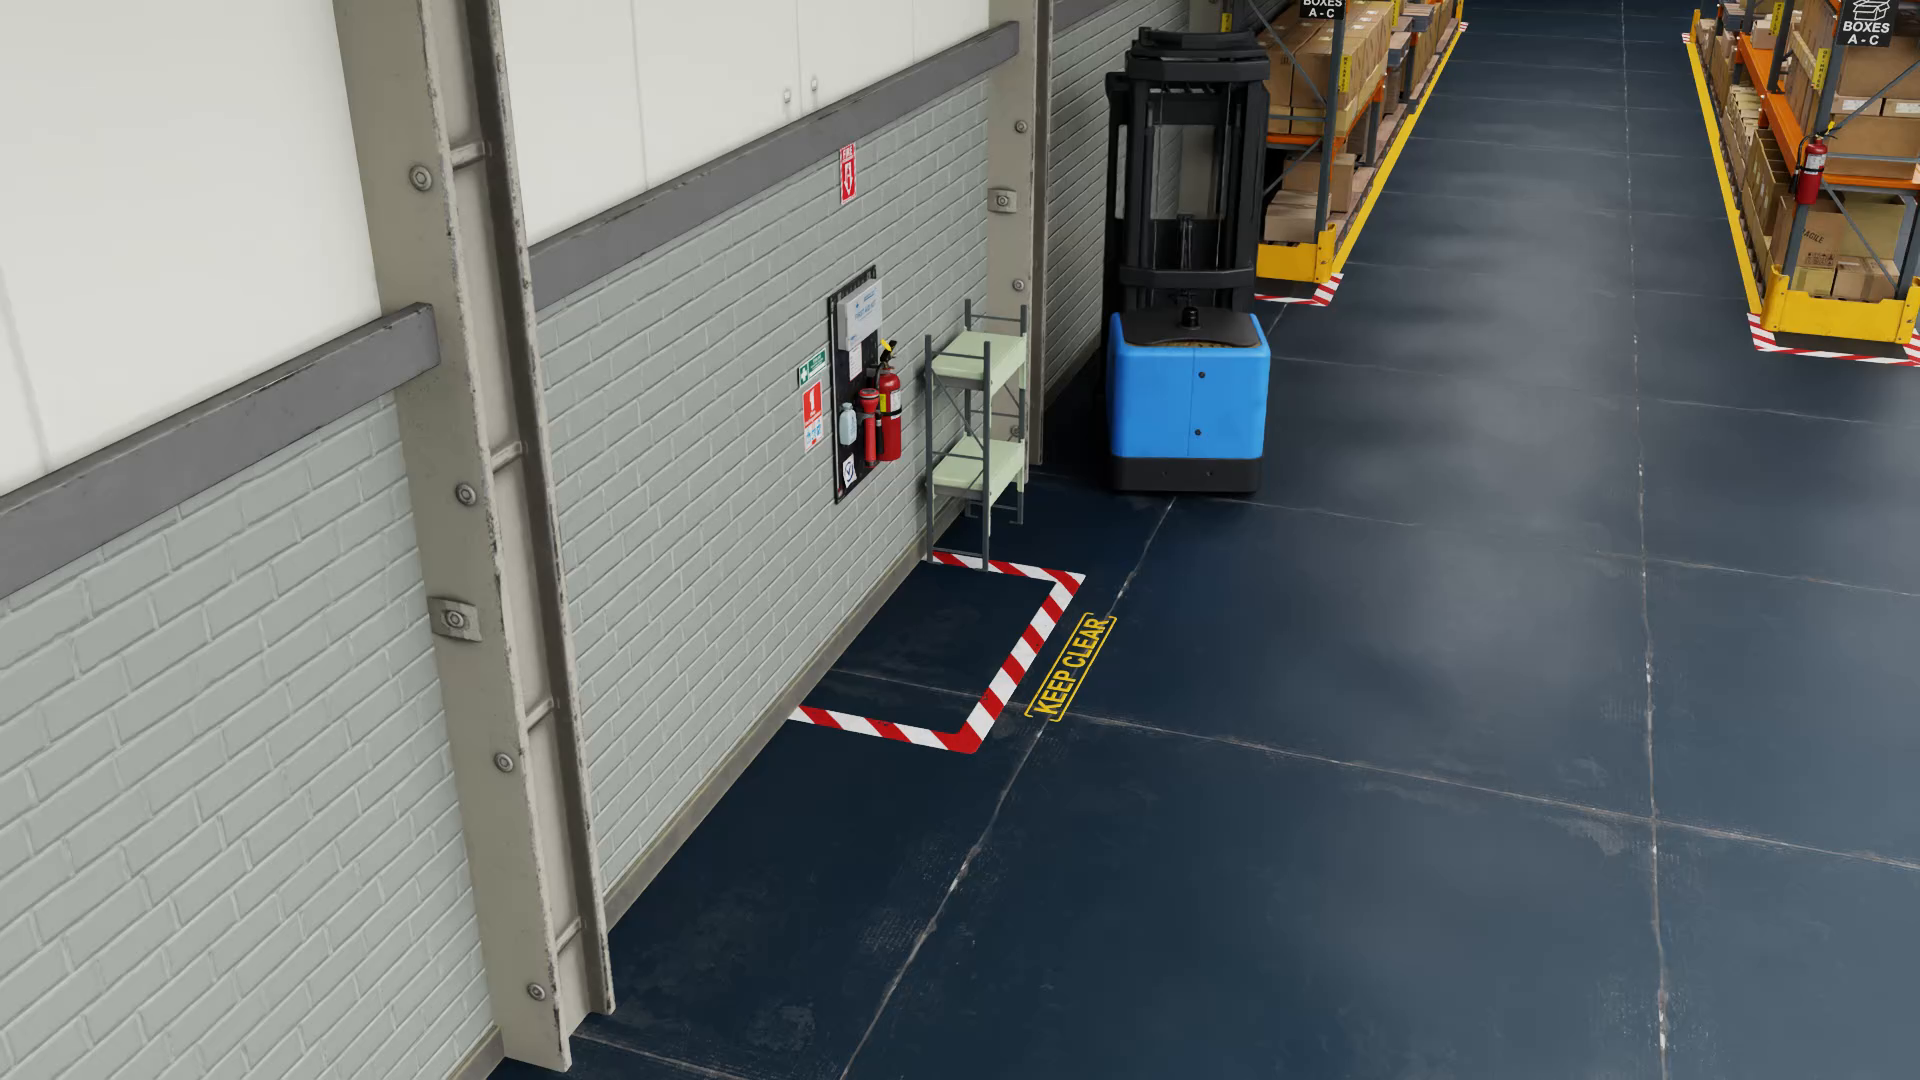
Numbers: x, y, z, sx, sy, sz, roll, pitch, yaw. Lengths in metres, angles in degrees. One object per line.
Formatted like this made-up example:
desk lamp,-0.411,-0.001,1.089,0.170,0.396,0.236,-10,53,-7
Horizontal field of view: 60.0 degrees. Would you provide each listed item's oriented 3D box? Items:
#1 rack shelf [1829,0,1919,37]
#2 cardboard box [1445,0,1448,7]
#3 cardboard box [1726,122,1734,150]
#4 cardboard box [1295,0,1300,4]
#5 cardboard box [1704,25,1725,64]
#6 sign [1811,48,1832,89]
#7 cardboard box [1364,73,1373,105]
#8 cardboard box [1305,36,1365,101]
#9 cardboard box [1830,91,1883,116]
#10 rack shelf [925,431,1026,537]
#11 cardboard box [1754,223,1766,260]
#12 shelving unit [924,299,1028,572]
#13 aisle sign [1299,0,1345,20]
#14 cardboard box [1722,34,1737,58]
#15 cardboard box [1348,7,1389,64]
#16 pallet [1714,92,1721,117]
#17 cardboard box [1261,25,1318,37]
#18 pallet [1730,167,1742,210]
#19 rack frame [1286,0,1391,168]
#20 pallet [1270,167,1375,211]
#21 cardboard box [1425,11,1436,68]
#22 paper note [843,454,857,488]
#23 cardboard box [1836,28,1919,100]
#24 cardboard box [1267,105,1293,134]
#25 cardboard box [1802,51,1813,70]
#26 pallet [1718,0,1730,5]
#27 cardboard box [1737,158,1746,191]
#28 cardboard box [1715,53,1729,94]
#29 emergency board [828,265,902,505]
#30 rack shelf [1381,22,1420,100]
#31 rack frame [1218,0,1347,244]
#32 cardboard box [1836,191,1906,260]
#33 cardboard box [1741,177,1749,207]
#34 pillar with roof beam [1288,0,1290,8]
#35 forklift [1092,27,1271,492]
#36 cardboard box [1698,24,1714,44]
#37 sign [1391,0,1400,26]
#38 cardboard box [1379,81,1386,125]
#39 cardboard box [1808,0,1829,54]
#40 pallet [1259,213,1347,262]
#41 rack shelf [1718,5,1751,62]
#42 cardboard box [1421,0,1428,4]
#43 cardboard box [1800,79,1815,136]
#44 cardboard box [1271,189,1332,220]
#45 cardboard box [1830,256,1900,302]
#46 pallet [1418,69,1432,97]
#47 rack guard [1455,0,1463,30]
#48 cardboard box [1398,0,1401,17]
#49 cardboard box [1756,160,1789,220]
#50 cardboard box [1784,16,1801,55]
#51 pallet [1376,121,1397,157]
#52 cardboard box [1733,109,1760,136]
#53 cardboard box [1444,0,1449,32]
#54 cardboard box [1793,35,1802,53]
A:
rack shelf,8.298,-5.031,15.082,1.077,0.370,4.000,9,27,17
cardboard box,7.758,-8.808,27.142,0.380,0.149,0.250,8,27,16
cardboard box,9.509,-4.828,19.953,0.500,0.250,0.500,8,27,16
cardboard box,3.937,-5.660,18.286,0.500,0.500,0.500,8,27,16
cardboard box,11.547,-7.462,25.084,0.500,0.500,0.500,9,27,17
sign,7.125,-3.895,13.752,0.100,0.325,0.005,9,27,17
cardboard box,3.926,-4.627,17.013,0.500,0.250,0.500,9,27,18
cardboard box,3.576,-4.533,15.959,0.500,0.500,0.500,9,27,18
cardboard box,7.580,-3.704,14.100,0.380,0.149,0.250,8,27,17
rack shelf,0.104,-0.364,10.529,0.431,0.370,0.720,9,27,17
cardboard box,7.852,-2.810,15.786,0.500,0.250,0.500,9,27,17
shelving unit,0.104,-0.657,10.387,0.431,1.500,0.755,9,27,17
aisle sign,3.218,-4.997,14.645,0.394,0.787,0.004,9,27,17
cardboard box,10.735,-6.744,22.740,0.500,0.250,0.500,8,27,16
cardboard box,4.264,-5.377,17.703,0.500,0.500,0.500,9,27,17
pallet,10.986,-6.016,22.934,1.003,0.211,1.213,9,27,17
cardboard box,3.261,-4.822,16.555,0.500,0.500,0.500,8,27,16
pallet,9.172,-3.880,18.521,1.003,0.211,1.213,9,27,17
rack frame,4.291,-5.543,18.757,1.000,3.000,0.127,9,27,17
pallet,4.100,-4.007,18.784,1.003,0.211,1.213,9,27,17
cardboard box,6.566,-7.401,24.578,0.750,0.750,0.750,10,27,19
paper note,-0.602,-0.378,9.099,0.016,0.148,0.142,9,27,17
cardboard box,7.817,-4.023,14.014,0.700,0.500,0.500,9,27,18
cardboard box,2.932,-4.061,15.845,0.500,0.250,0.500,9,27,18
cardboard box,8.266,-4.551,15.848,0.380,0.149,0.250,8,27,16
pallet,11.257,-7.715,23.463,1.003,0.211,1.213,9,27,17
cardboard box,8.828,-3.990,18.223,0.500,0.250,0.500,8,27,17
cardboard box,10.725,-6.391,22.871,0.500,0.500,0.500,8,27,15
emergency board,-0.478,-0.837,9.037,0.194,1.169,0.643,9,27,17
rack shelf,4.956,-6.042,20.611,1.077,0.370,4.000,9,27,17
rack frame,2.960,-3.900,15.362,1.000,3.000,0.127,9,27,17
cardboard box,8.185,-2.866,15.039,0.500,0.500,0.500,9,27,17
cardboard box,8.523,-3.631,17.481,0.500,0.250,0.500,9,27,17
pillar with roof beam,8.433,-8.854,18.711,9.100,9.000,0.400,9,27,17
forklift,1.576,-2.244,12.022,1.130,2.935,3.031,1,26,2
cardboard box,12.175,-8.125,26.740,0.500,0.250,0.500,9,27,17
sign,4.805,-5.858,18.412,0.100,0.325,0.005,9,27,17
cardboard box,5.012,-5.554,21.142,0.700,0.500,0.500,9,27,17
cardboard box,8.487,-4.859,15.739,0.700,0.500,0.500,9,27,17
pallet,3.289,-3.005,16.713,1.003,0.211,1.213,9,27,17
rack shelf,10.960,-6.968,22.526,1.077,0.370,4.000,9,27,17
cardboard box,6.210,-7.384,22.824,0.380,0.149,0.250,10,27,19
cardboard box,8.312,-4.054,15.567,0.700,0.500,0.500,10,27,19
cardboard box,3.464,-3.393,16.896,0.500,0.311,0.500,11,28,22
cardboard box,8.020,-2.322,14.778,0.500,0.250,0.500,9,27,17
pallet,6.363,-6.745,24.438,1.003,0.211,1.213,9,27,17
rack guard,8.292,-9.360,29.507,1.175,0.500,0.348,9,27,17
cardboard box,5.081,-6.720,20.568,0.700,0.500,0.500,9,27,17
cardboard box,8.017,-3.354,16.047,0.500,0.500,0.500,9,27,17
cardboard box,9.576,-5.607,18.774,0.500,0.500,0.500,9,27,18
pallet,4.953,-5.112,21.065,1.003,0.211,1.213,9,27,17
cardboard box,9.334,-4.864,19.383,0.500,0.311,0.500,8,27,17
cardboard box,7.812,-8.824,27.919,0.700,0.500,0.500,8,27,16
cardboard box,8.608,-4.978,16.730,0.380,0.149,0.250,9,27,18
